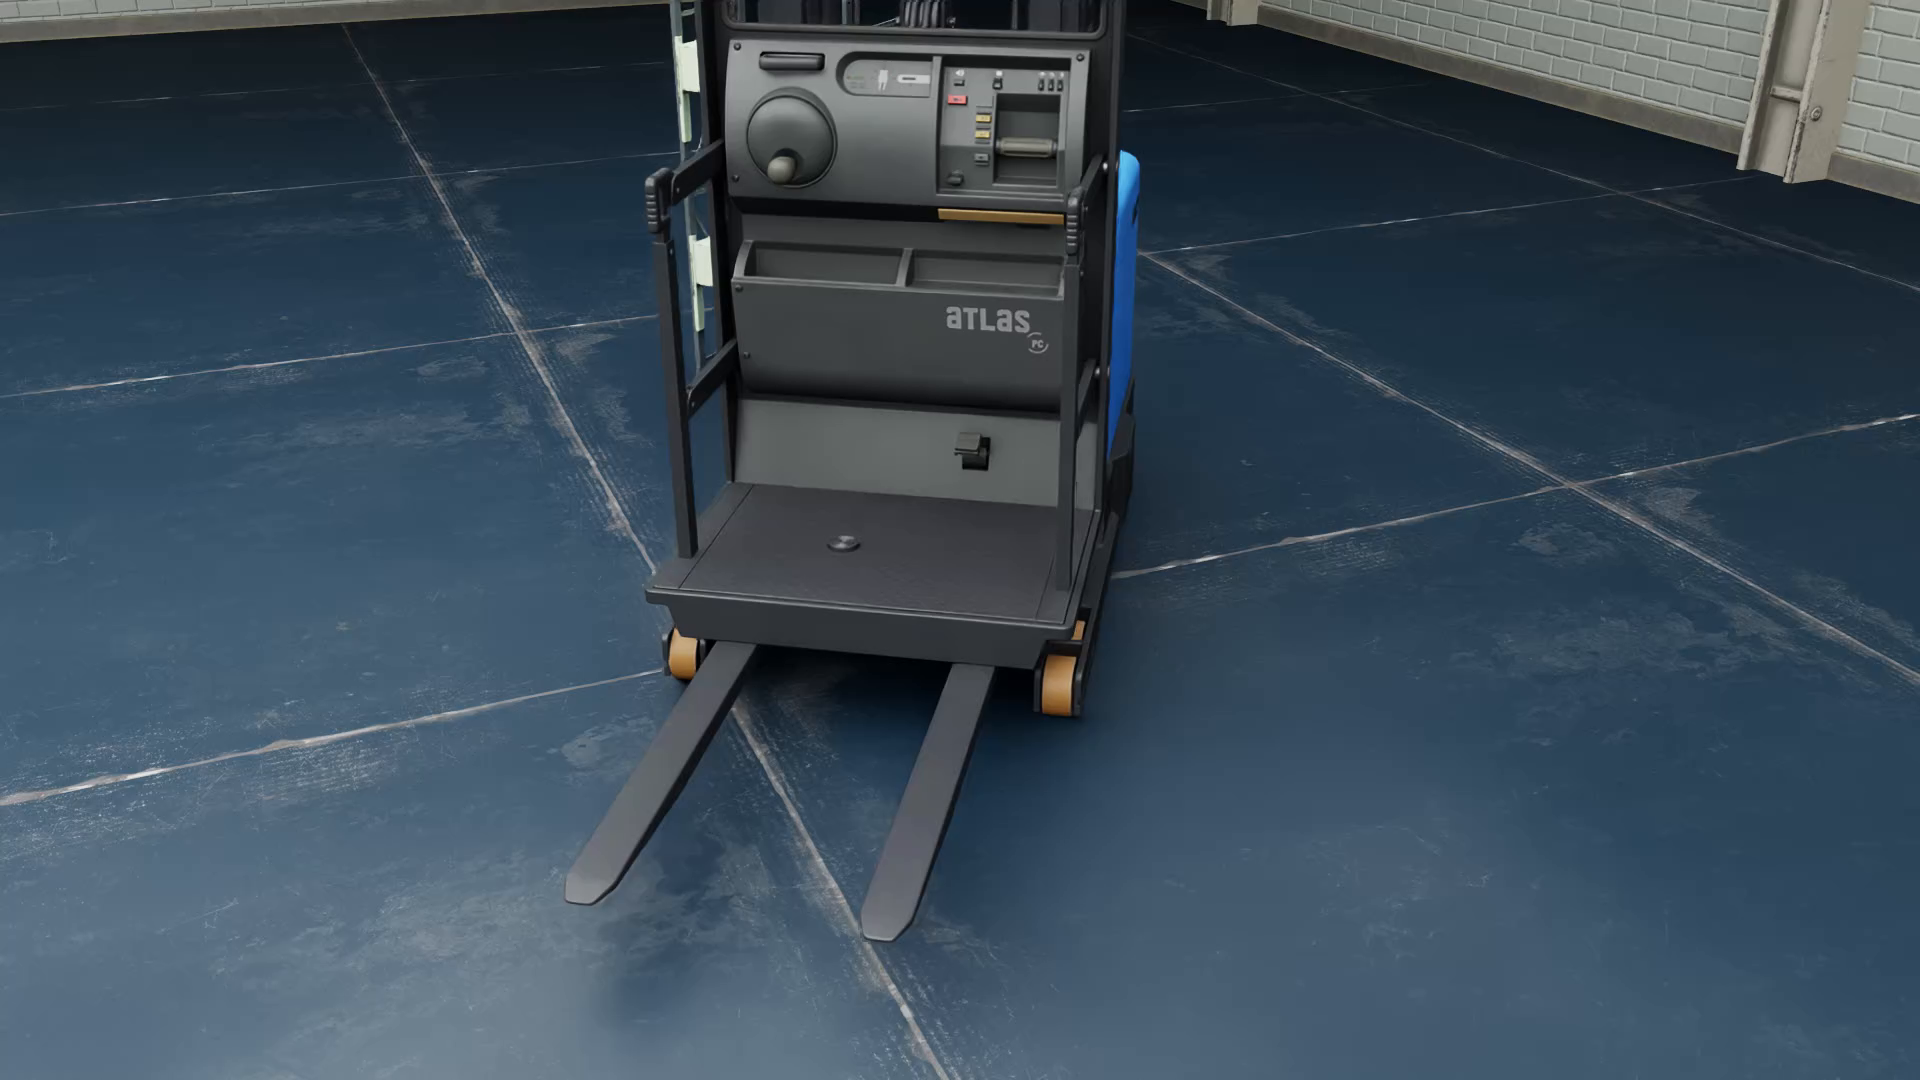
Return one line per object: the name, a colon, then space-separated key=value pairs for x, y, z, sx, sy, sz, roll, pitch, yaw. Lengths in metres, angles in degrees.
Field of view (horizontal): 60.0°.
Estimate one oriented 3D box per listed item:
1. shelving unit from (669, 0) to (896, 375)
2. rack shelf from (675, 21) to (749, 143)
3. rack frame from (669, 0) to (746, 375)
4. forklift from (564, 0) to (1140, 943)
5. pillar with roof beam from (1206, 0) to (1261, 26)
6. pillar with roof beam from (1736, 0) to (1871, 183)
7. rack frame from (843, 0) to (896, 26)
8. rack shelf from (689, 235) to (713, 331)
shelving unit: x=-0.593 y=-1.253 z=6.107 sx=0.755 sy=1.500 sz=0.431 roll=15 pitch=30 yaw=28
rack shelf: x=-0.593 y=-1.604 z=5.936 sx=0.720 sy=0.370 sz=0.431 roll=15 pitch=30 yaw=28
rack frame: x=-0.906 y=-1.336 z=6.277 sx=0.023 sy=1.500 sz=0.400 roll=15 pitch=30 yaw=28
forklift: x=-0.177 y=-1.031 z=4.021 sx=1.130 sy=2.935 sz=3.031 roll=5 pitch=26 yaw=9
pillar with roof beam: x=-1.574 y=-7.840 z=11.050 sx=9.100 sy=9.000 sz=0.400 roll=-11 pitch=28 yaw=-21
pillar with roof beam: x=0.776 y=-5.417 z=6.089 sx=9.100 sy=9.000 sz=0.400 roll=-11 pitch=28 yaw=-21
rack frame: x=-0.280 y=-1.170 z=5.937 sx=0.023 sy=1.500 sz=0.400 roll=15 pitch=30 yaw=28
rack shelf: x=-0.593 y=-0.960 z=6.250 sx=0.720 sy=0.370 sz=0.431 roll=15 pitch=30 yaw=28
